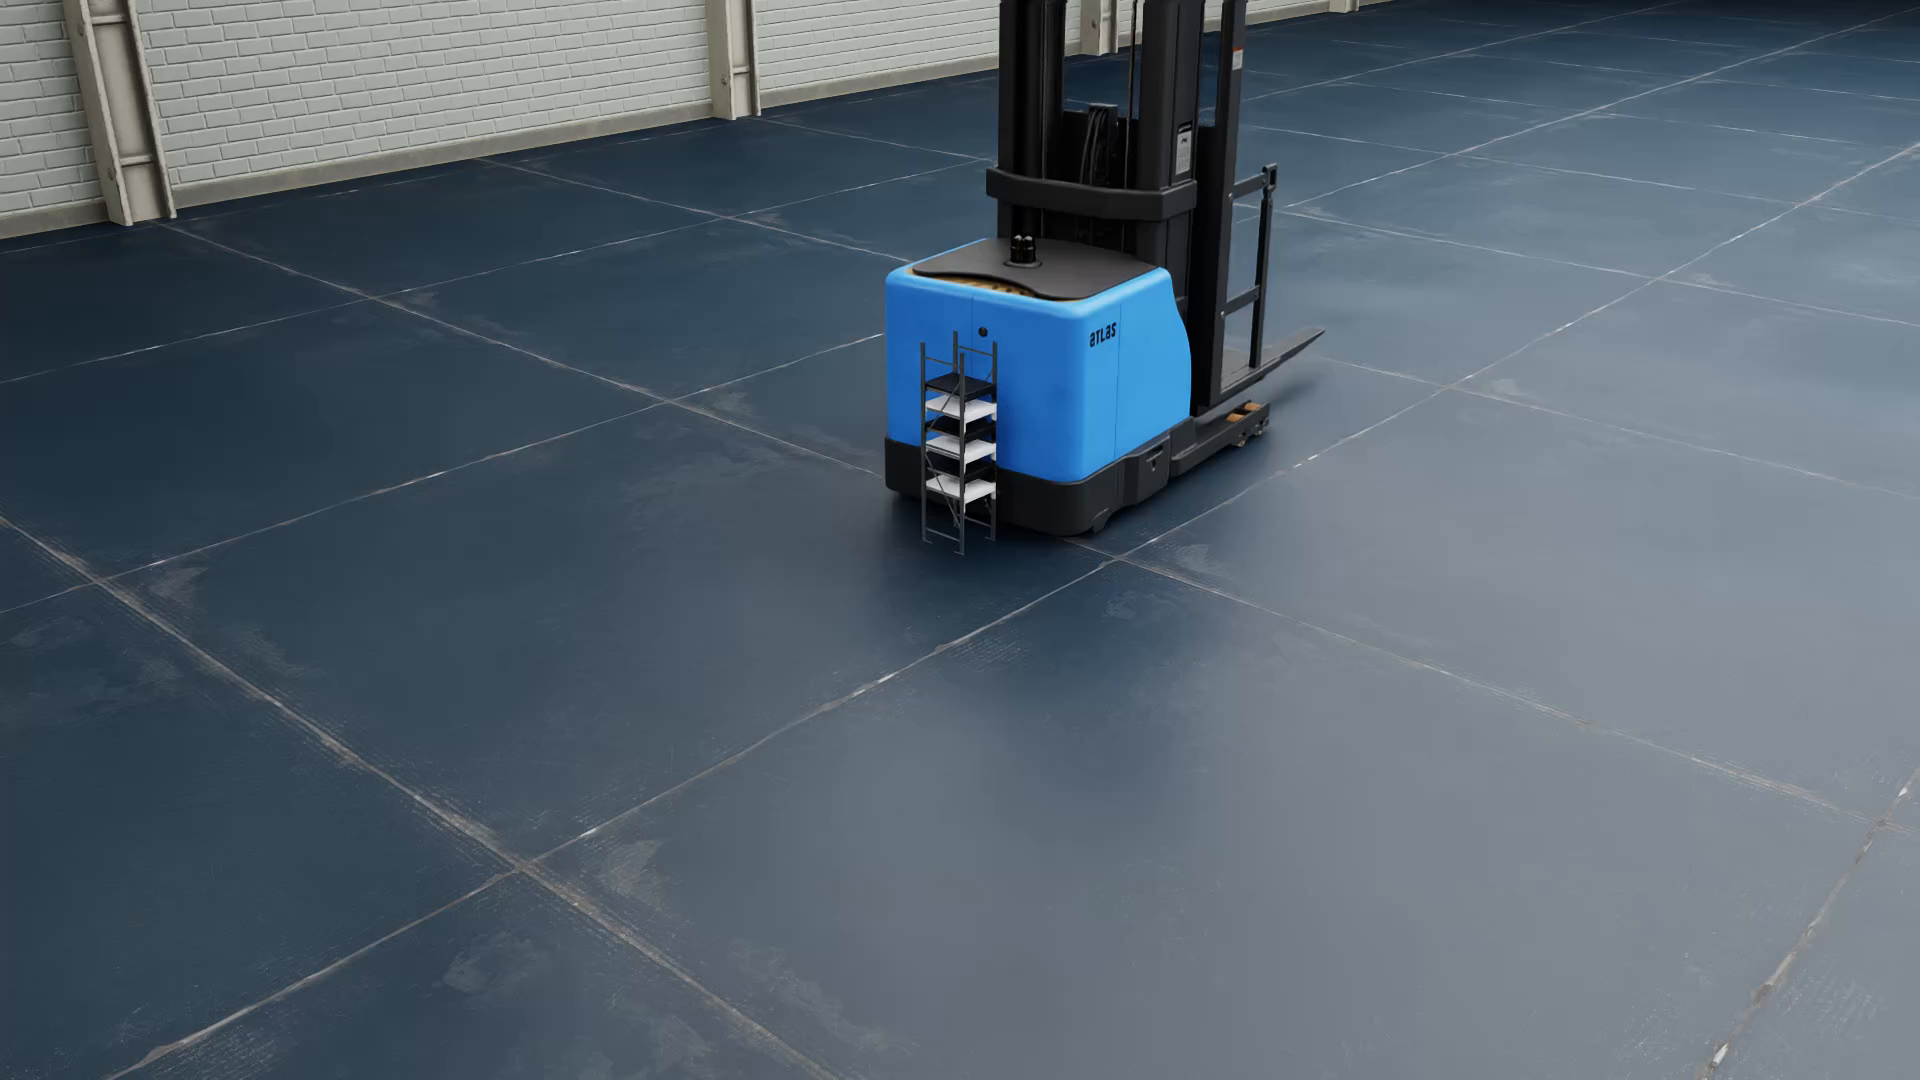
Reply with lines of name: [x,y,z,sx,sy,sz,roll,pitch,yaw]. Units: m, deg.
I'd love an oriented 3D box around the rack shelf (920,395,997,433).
rack shelf: [-0.005,-0.542,7.000,0.258,0.077,0.200,20,31,38]

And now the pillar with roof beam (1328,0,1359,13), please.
pillar with roof beam: [8.955,-10.880,20.517,9.100,9.000,0.400,20,31,38]

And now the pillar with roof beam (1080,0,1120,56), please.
pillar with roof beam: [4.951,-9.052,16.439,9.100,9.000,0.400,20,31,38]

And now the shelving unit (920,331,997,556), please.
shelving unit: [-0.005,-0.408,7.060,0.258,0.900,0.210,20,31,38]

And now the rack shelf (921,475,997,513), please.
rack shelf: [-0.005,-0.213,7.148,0.258,0.077,0.200,20,31,38]

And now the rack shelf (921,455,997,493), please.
rack shelf: [-0.005,-0.296,7.111,0.258,0.077,0.200,20,31,38]

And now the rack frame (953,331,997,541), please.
rack frame: [0.062,-0.439,7.129,0.240,0.900,0.006,20,31,38]

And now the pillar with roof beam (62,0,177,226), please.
pillar with roof beam: [-3.058,-5.396,8.285,9.100,9.000,0.400,20,31,38]

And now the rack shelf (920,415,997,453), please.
rack shelf: [-0.005,-0.460,7.037,0.258,0.077,0.200,20,31,38]

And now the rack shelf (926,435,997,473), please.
rack shelf: [-0.005,-0.378,7.074,0.258,0.077,0.200,20,31,38]

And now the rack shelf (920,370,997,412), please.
rack shelf: [-0.005,-0.624,6.964,0.258,0.077,0.200,20,31,38]

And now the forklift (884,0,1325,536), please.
forklift: [0.915,-1.902,7.909,1.130,2.935,3.031,16,29,32]

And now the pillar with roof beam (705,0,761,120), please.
pillar with roof beam: [0.946,-7.224,12.362,9.100,9.000,0.400,20,31,38]

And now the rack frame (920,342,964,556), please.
rack frame: [-0.073,-0.377,6.991,0.240,0.900,0.006,20,31,38]
